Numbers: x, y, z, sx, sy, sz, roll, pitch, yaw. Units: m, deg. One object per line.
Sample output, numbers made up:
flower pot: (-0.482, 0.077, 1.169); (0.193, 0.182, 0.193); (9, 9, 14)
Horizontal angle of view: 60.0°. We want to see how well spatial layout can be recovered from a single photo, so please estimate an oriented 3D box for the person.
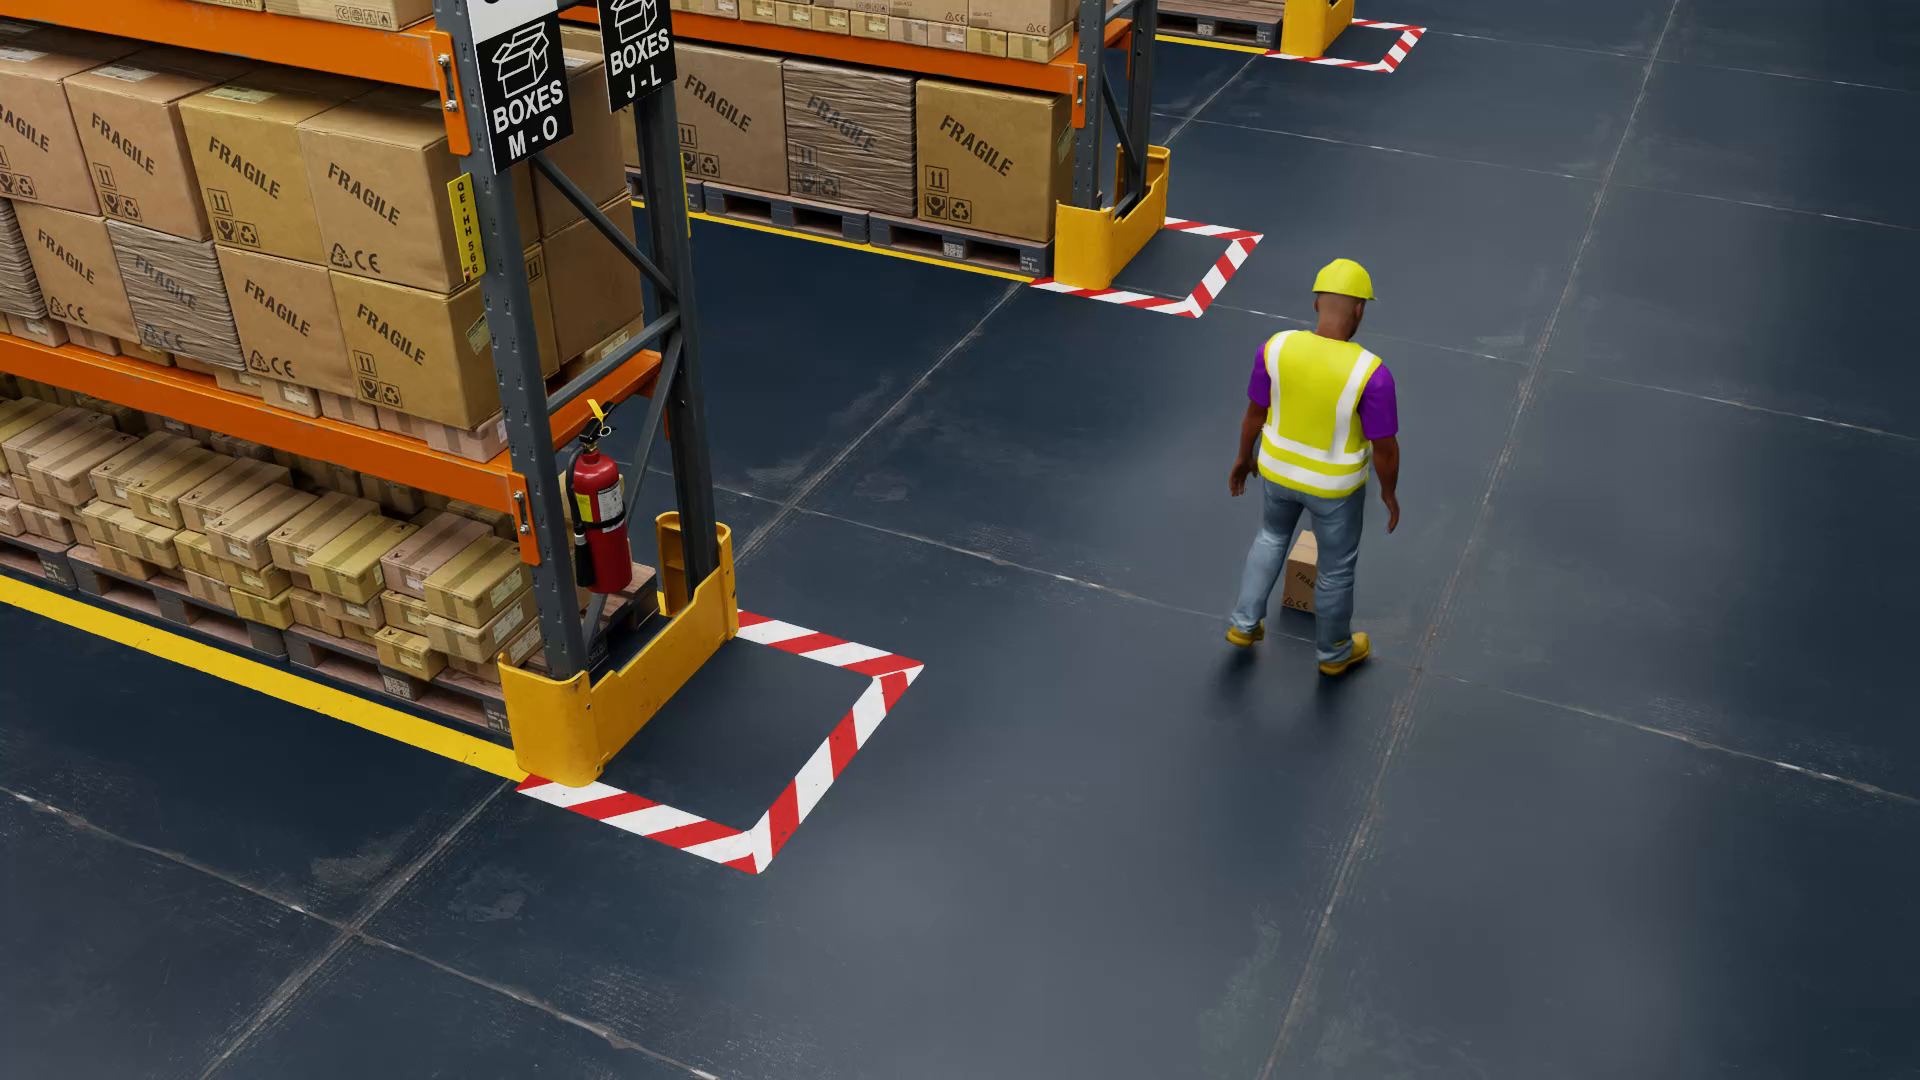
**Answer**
person: (1.405, -0.256, 6.474); (0.672, 1.764, 0.488); (21, 39, 29)
